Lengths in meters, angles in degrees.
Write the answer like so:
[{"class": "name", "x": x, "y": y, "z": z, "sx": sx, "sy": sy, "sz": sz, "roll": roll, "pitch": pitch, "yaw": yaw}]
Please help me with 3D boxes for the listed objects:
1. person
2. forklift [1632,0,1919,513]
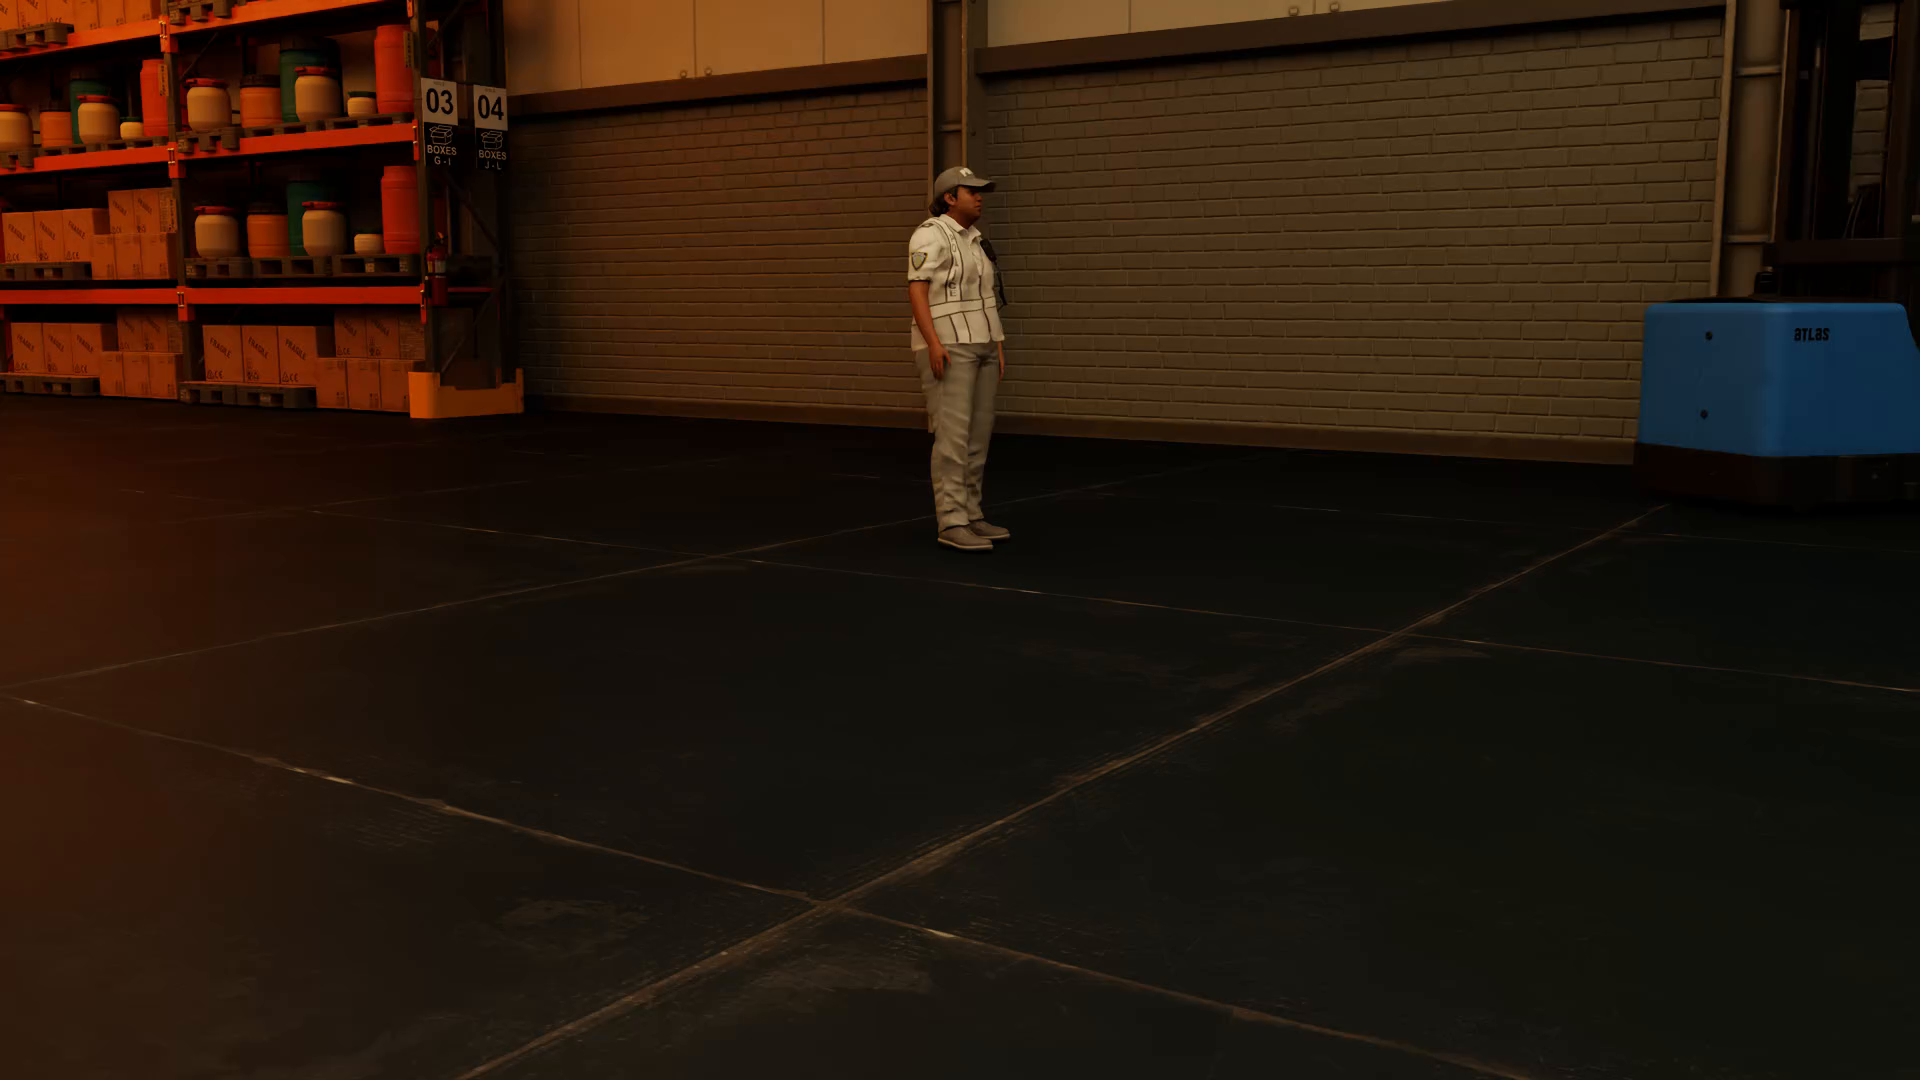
[{"class": "person", "x": 0.051, "y": -0.823, "z": 7.424, "sx": 0.529, "sy": 1.670, "sz": 0.598, "roll": 5, "pitch": 10, "yaw": 34}, {"class": "forklift", "x": 5.302, "y": -1.681, "z": 9.017, "sx": 3.031, "sy": 2.935, "sz": 1.130, "roll": -2, "pitch": 8, "yaw": -17}]
